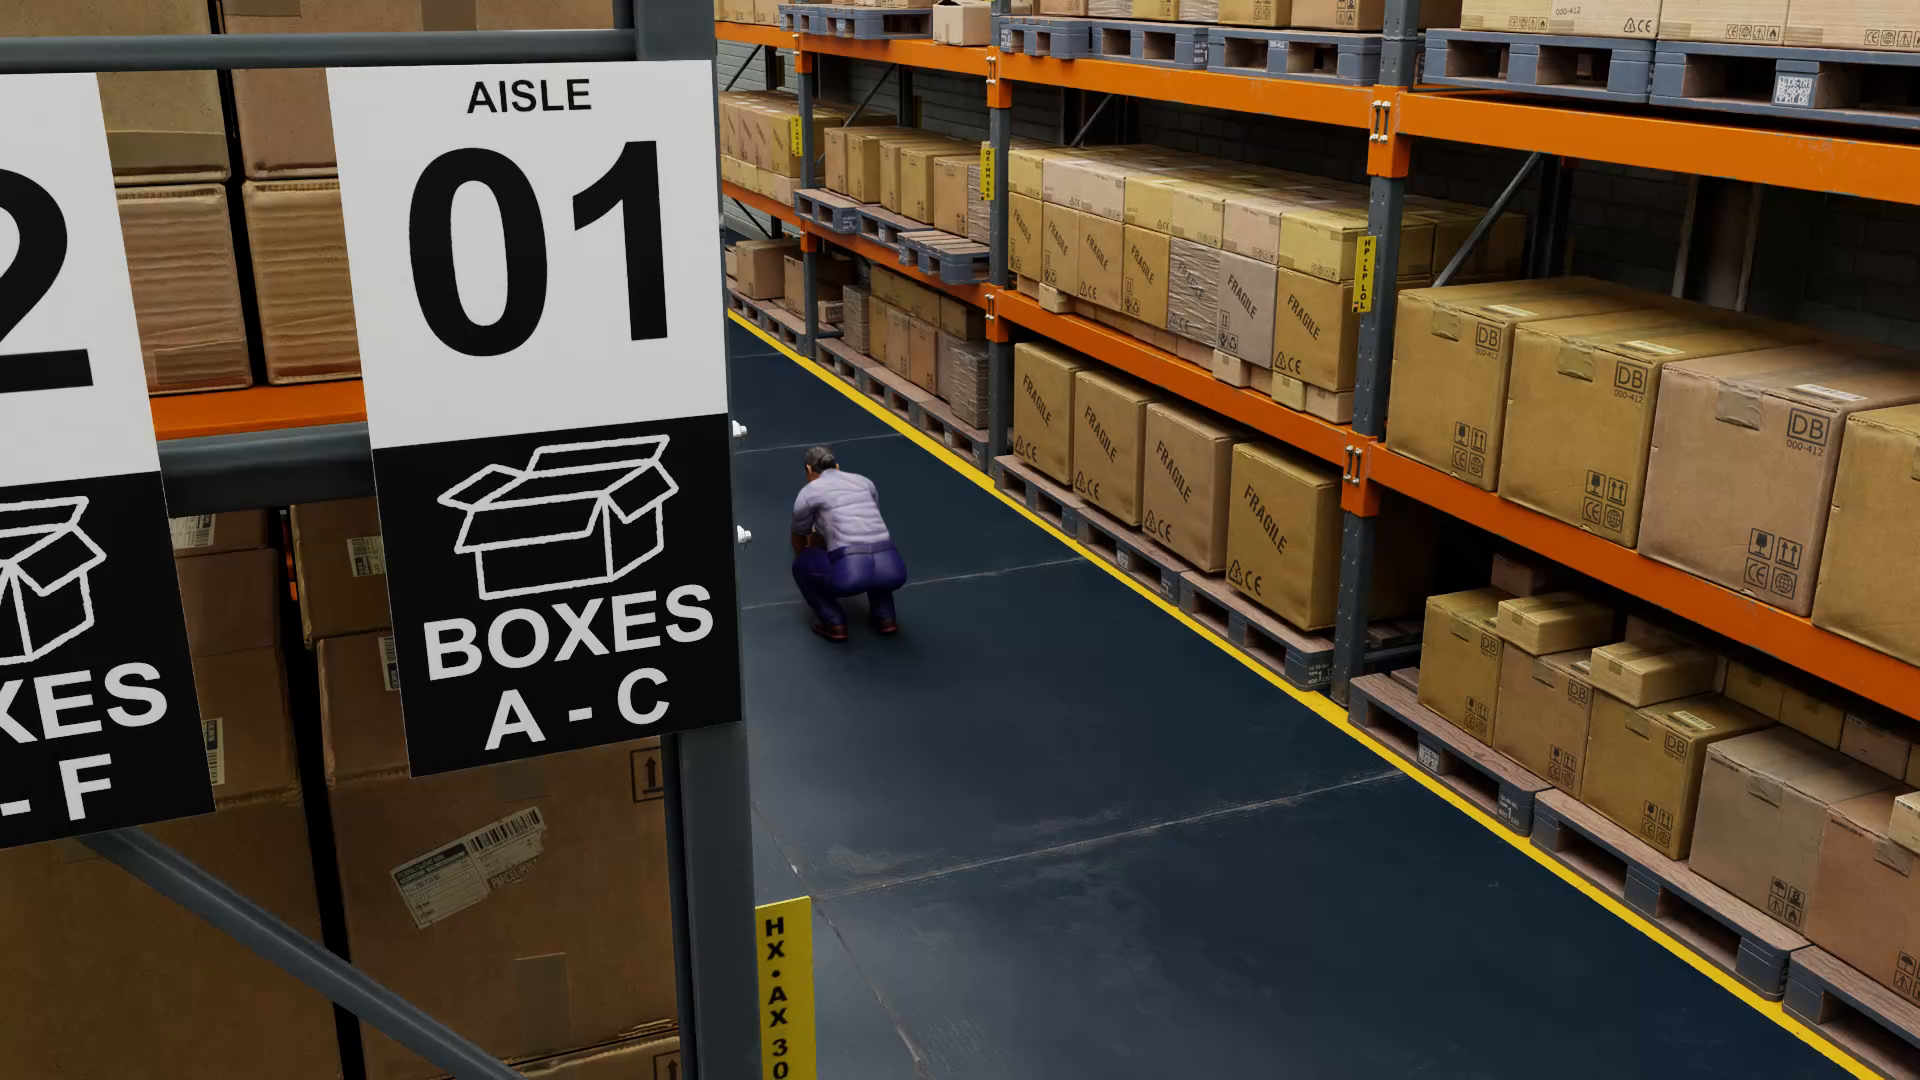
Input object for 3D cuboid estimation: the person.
[{"bbox_3d":[-0.605,0.003,8.711,0.529,0.926,0.828,-8,21,-22],"label":"person"}]
